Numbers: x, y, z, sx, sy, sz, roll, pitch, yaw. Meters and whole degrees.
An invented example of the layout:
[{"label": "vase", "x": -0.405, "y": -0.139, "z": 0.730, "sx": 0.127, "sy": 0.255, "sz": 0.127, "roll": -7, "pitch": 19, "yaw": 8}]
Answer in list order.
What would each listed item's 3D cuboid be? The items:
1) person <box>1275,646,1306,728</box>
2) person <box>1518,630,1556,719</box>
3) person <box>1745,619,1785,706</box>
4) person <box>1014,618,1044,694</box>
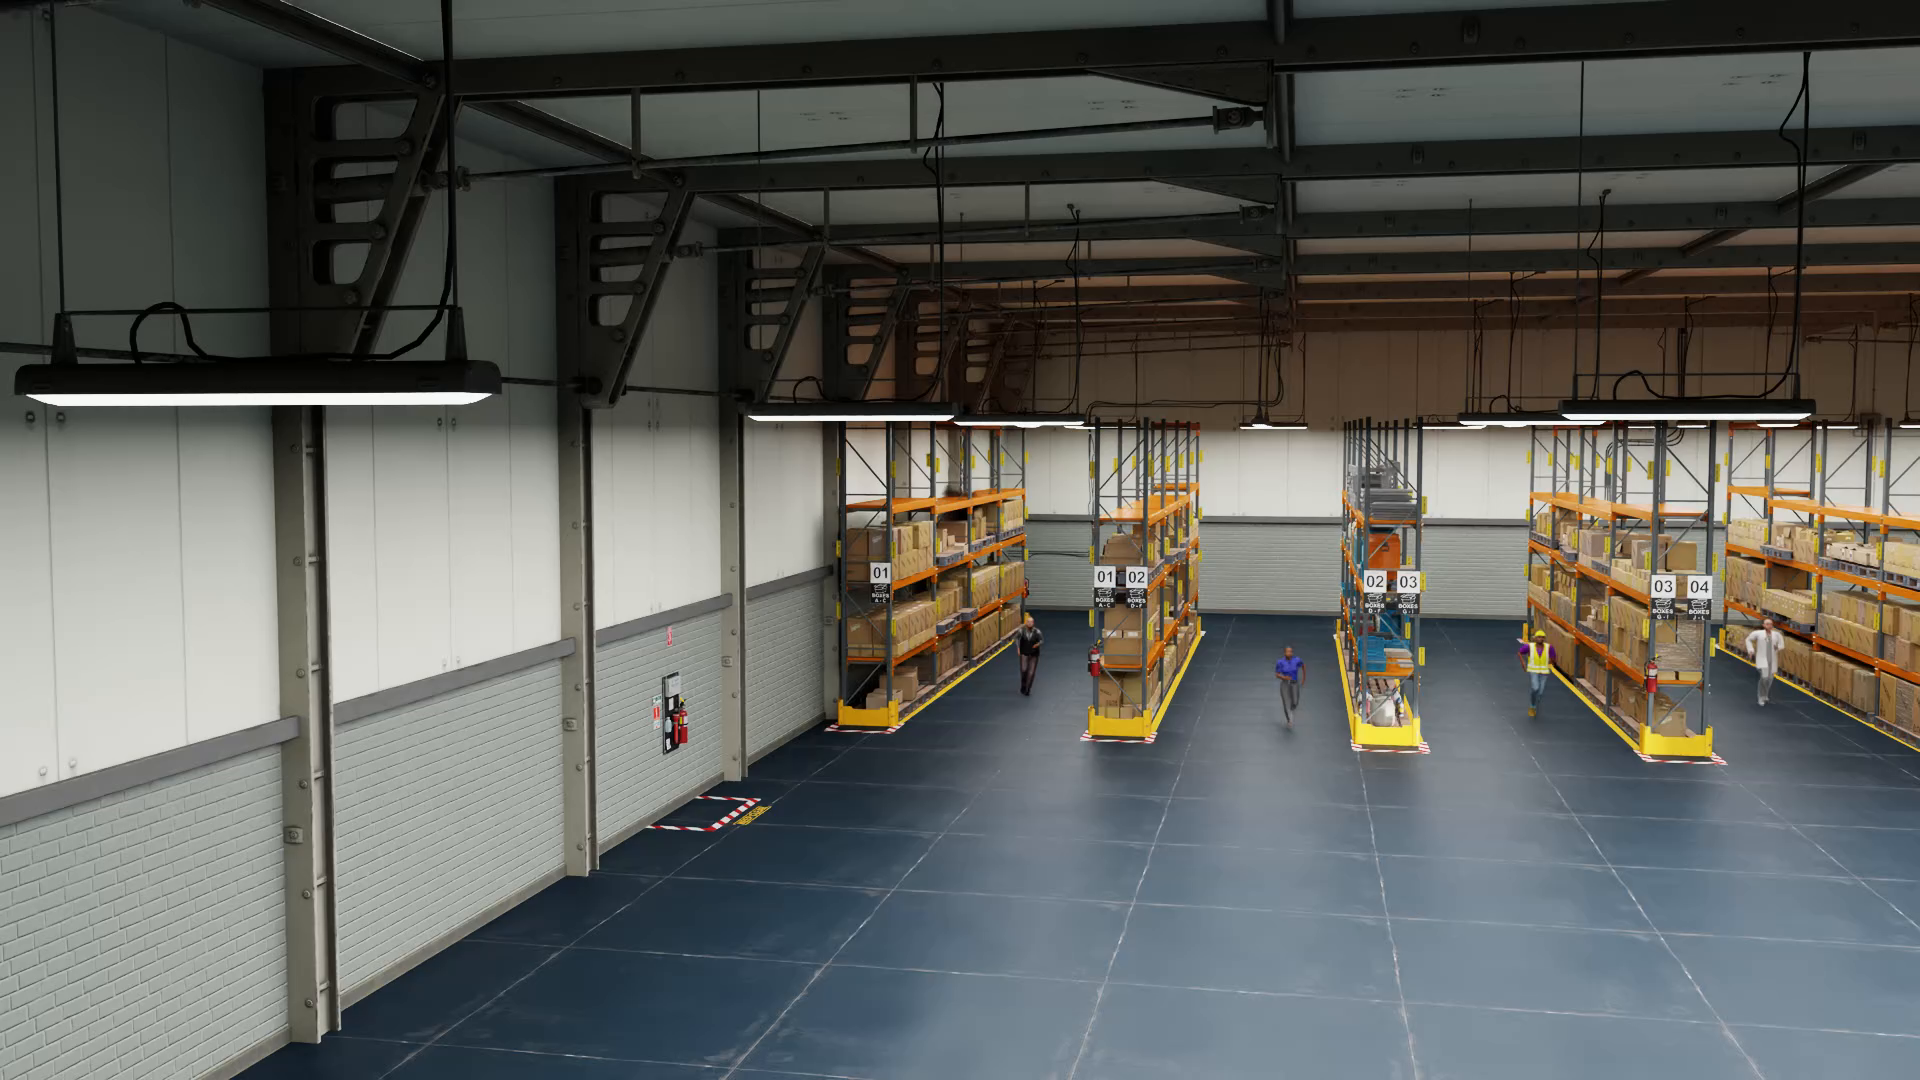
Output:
[{"label": "person", "x": 6.378, "y": 2.840, "z": 32.049, "sx": 0.614, "sy": 1.604, "sz": 0.647, "roll": 0, "pitch": 4, "yaw": 4}, {"label": "person", "x": 11.600, "y": 2.688, "z": 33.363, "sx": 0.680, "sy": 1.770, "sz": 0.756, "roll": 0, "pitch": 4, "yaw": 3}, {"label": "person", "x": 16.959, "y": 2.573, "z": 34.975, "sx": 0.675, "sy": 1.830, "sz": 0.810, "roll": 0, "pitch": 4, "yaw": 6}, {"label": "person", "x": 1.508, "y": 2.520, "z": 36.138, "sx": 0.653, "sy": 1.678, "sz": 0.697, "roll": 0, "pitch": 4, "yaw": -1}]
